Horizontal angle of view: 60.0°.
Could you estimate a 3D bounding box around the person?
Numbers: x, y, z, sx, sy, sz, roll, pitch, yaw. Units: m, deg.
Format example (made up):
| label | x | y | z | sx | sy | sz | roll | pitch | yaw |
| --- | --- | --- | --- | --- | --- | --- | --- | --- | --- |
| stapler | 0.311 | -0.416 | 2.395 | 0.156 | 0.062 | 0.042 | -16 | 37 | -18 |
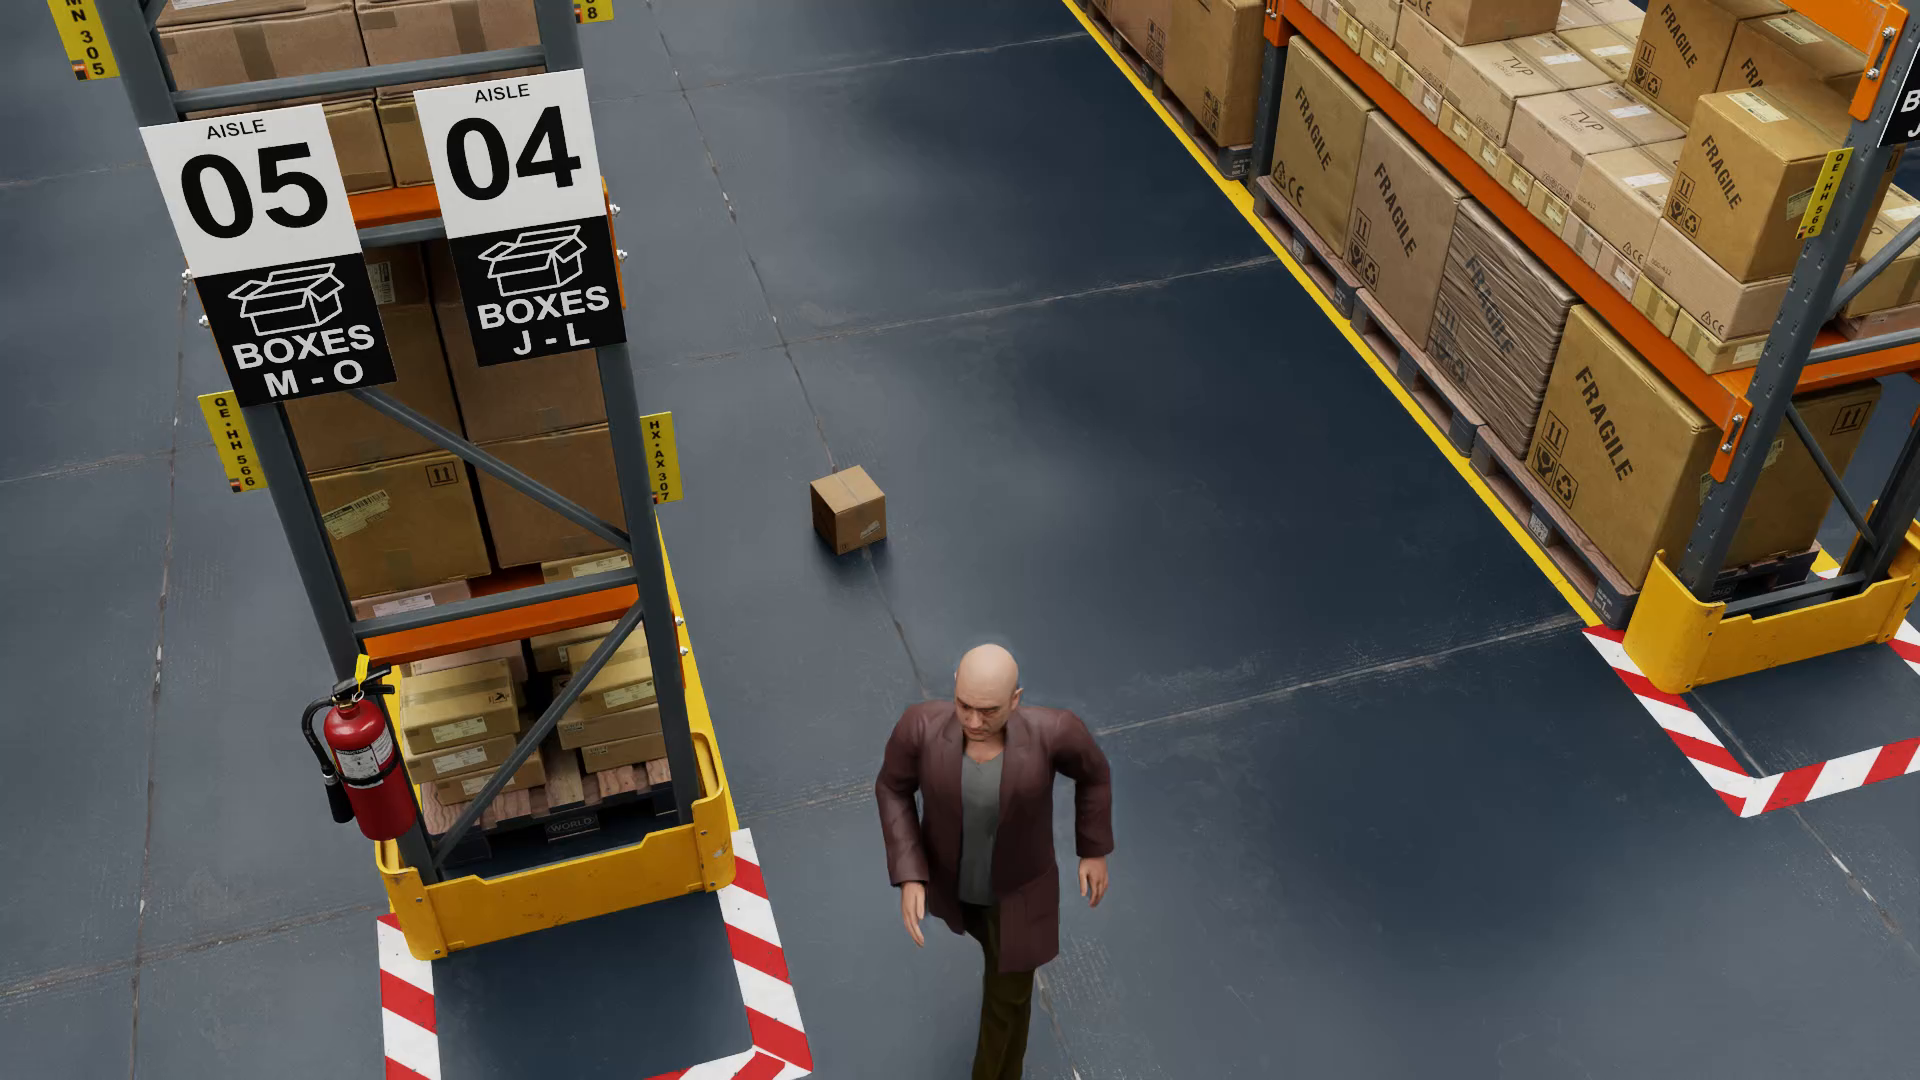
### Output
| label | x | y | z | sx | sy | sz | roll | pitch | yaw |
| --- | --- | --- | --- | --- | --- | --- | --- | --- | --- |
| person | 0.063 | 1.055 | 4.980 | 0.707 | 1.744 | 1.064 | 11 | 43 | 13 |
